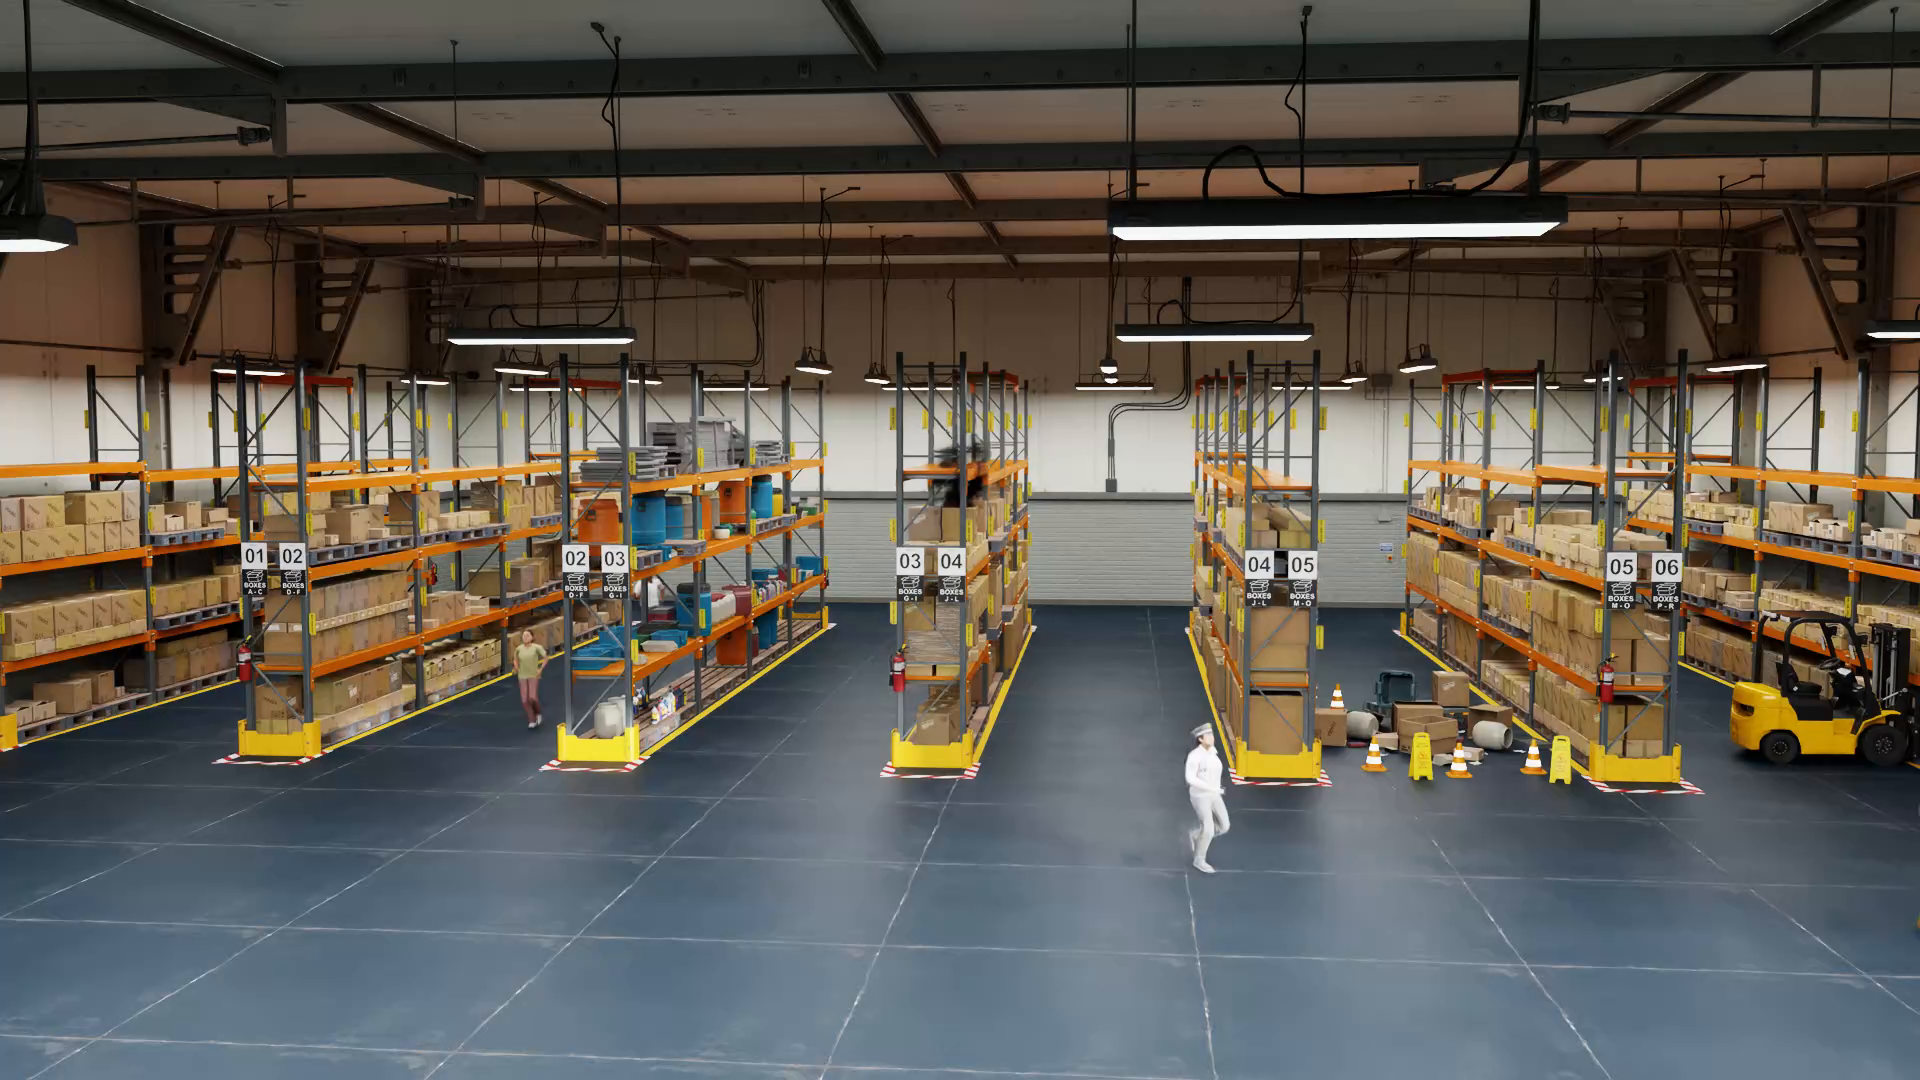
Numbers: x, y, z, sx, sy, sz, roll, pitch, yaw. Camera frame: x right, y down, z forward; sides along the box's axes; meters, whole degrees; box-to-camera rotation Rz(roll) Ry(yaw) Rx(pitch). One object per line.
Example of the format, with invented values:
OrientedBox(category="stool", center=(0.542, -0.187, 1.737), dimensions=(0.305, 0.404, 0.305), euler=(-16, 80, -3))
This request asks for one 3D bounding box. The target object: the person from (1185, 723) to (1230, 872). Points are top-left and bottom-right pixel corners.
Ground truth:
OrientedBox(category="person", center=(2.763, 2.859, 18.554), dimensions=(0.538, 1.666, 0.658), euler=(4, 6, 44))

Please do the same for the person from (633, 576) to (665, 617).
OrientedBox(category="person", center=(-6.891, 1.489, 36.829), dimensions=(0.702, 1.765, 0.971), euler=(-1, 4, -10))

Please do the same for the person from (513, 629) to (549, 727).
OrientedBox(category="person", center=(-7.024, 2.256, 27.090), dimensions=(0.556, 1.626, 0.520), euler=(0, 4, 3))
